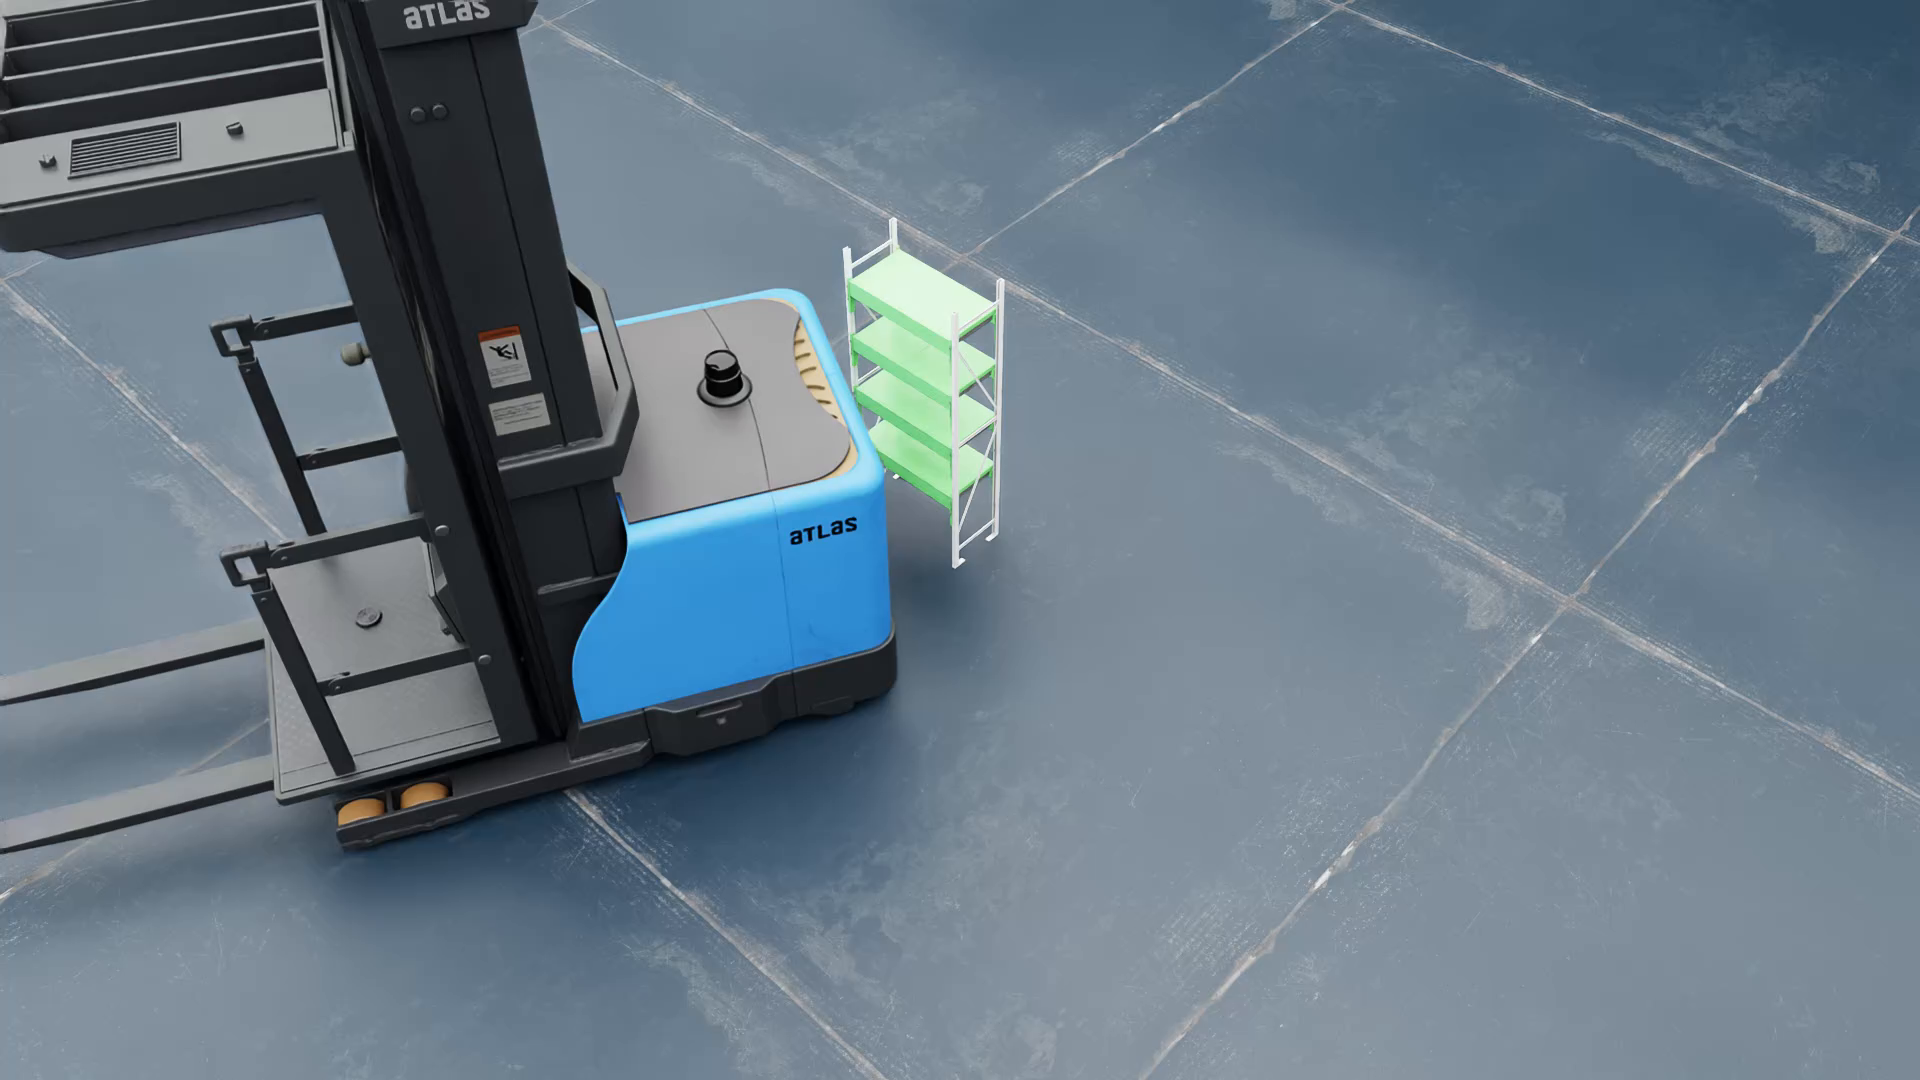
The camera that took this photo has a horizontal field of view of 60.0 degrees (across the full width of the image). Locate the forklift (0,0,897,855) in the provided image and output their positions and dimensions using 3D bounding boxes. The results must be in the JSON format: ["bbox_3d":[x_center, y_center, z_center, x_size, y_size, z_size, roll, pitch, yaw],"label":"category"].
[{"bbox_3d":[-1.790,-0.456,4.668,3.031,2.935,1.130,-14,48,-13],"label":"forklift"}]

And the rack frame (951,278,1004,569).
[{"bbox_3d":[0.058,-0.372,5.776,0.015,1.200,0.240,34,55,28],"label":"rack frame"}]

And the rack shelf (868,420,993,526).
[{"bbox_3d":[-0.122,-0.285,6.111,0.480,0.148,0.258,34,55,28],"label":"rack shelf"}]

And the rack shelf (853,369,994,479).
[{"bbox_3d":[-0.122,-0.449,5.936,0.480,0.148,0.258,34,55,28],"label":"rack shelf"}]

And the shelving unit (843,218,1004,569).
[{"bbox_3d":[-0.122,-0.493,5.889,0.503,1.200,0.258,34,55,28],"label":"shelving unit"}]

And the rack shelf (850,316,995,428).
[{"bbox_3d":[-0.122,-0.613,5.761,0.480,0.148,0.258,34,55,28],"label":"rack shelf"}]

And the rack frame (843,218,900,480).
[{"bbox_3d":[-0.301,-0.613,6.003,0.015,1.200,0.240,34,55,28],"label":"rack frame"}]

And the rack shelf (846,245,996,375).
[{"bbox_3d":[-0.122,-0.777,5.586,0.480,0.148,0.258,34,55,28],"label":"rack shelf"}]
